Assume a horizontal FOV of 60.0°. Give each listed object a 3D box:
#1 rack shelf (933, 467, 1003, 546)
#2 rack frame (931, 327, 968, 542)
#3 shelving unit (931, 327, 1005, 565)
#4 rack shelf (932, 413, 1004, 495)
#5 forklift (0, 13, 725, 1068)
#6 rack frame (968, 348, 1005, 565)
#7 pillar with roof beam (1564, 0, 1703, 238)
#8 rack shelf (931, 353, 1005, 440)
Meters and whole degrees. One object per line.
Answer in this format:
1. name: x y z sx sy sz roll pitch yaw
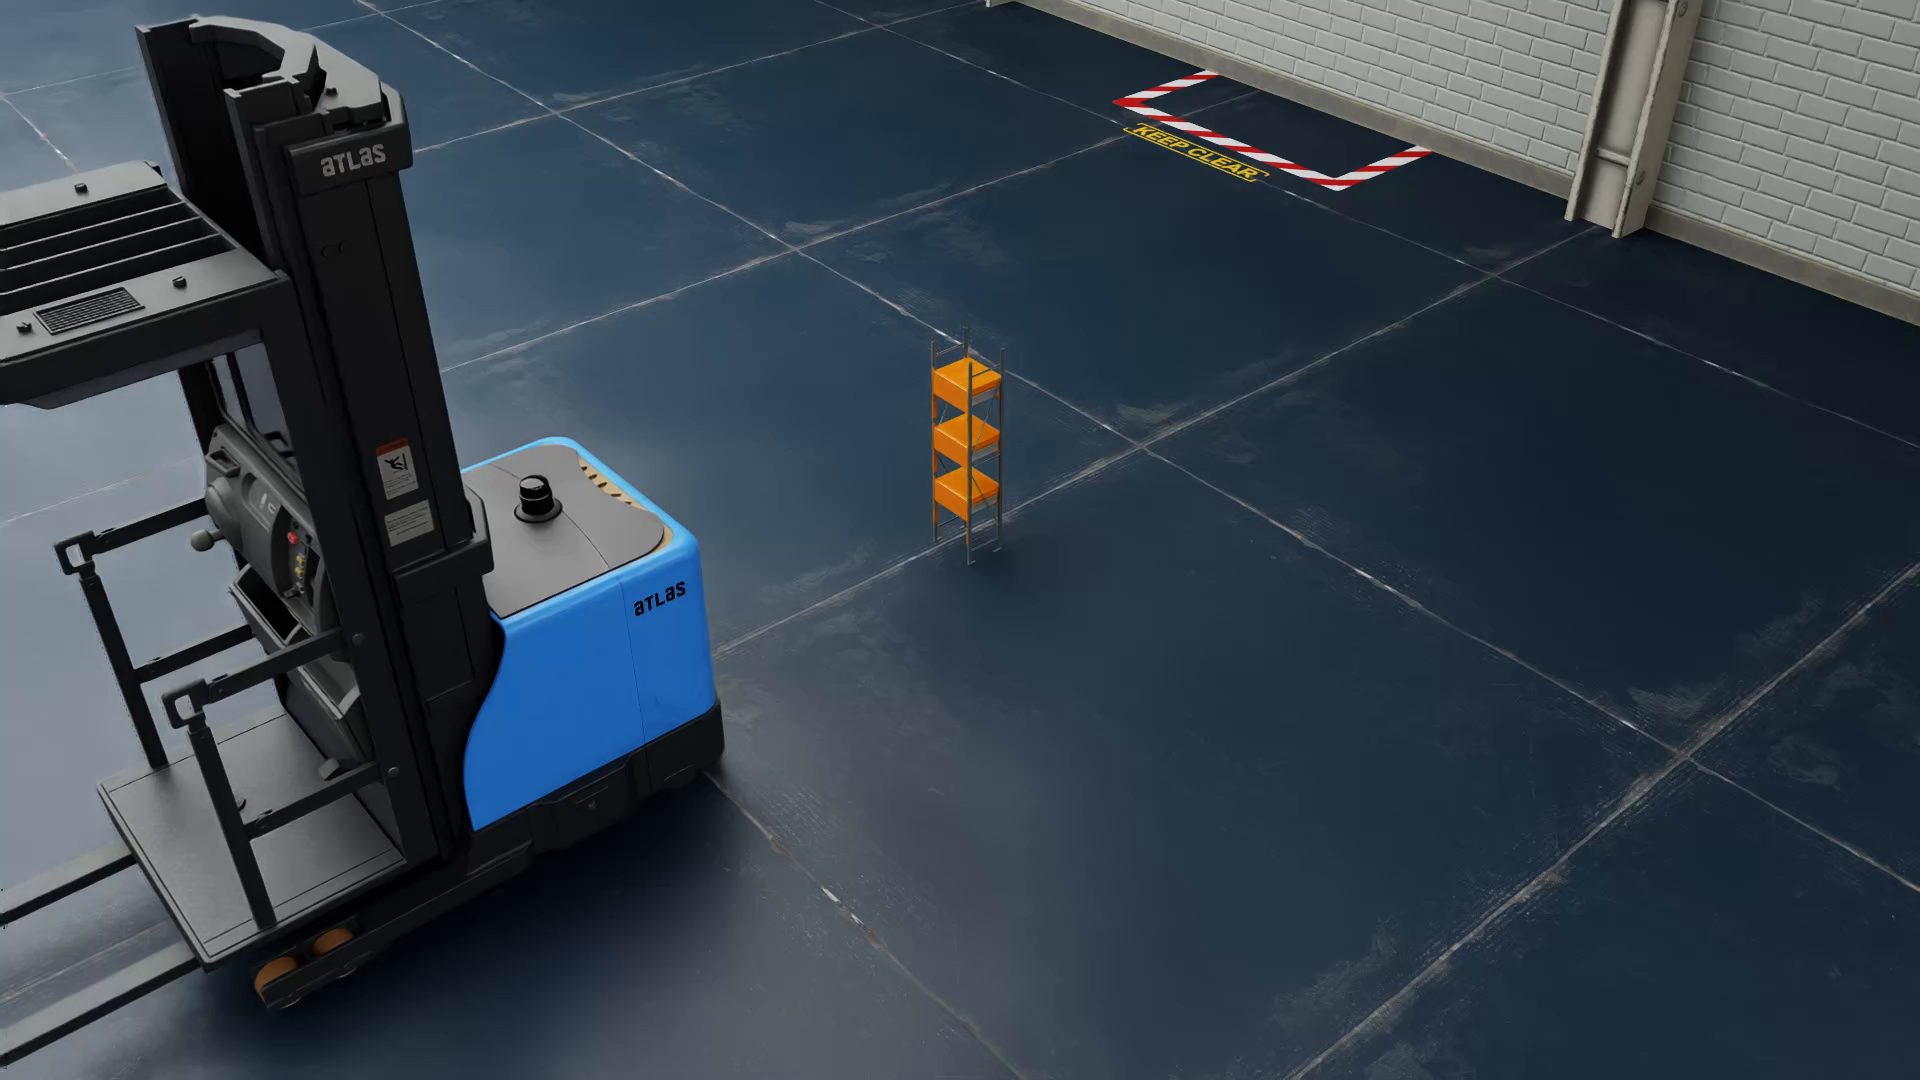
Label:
1. rack shelf: 0.035 -0.169 7.580 0.215 0.259 0.240 -26 43 -32
2. rack frame: -0.044 -0.459 7.489 0.200 1.050 0.008 -26 43 -32
3. shelving unit: 0.035 -0.405 7.413 0.215 1.050 0.252 -26 43 -32
4. rack shelf: 0.035 -0.396 7.419 0.215 0.259 0.240 -26 43 -32
5. forklift: -2.365 0.018 5.188 3.031 2.935 1.130 -26 43 -32
6. rack frame: 0.113 -0.351 7.337 0.200 1.050 0.008 -26 43 -32
7. pillar with roof beam: 0.828 -4.098 5.750 9.100 9.000 0.400 -26 43 -32
8. rack shelf: 0.035 -0.628 7.255 0.215 0.259 0.240 -26 43 -32
